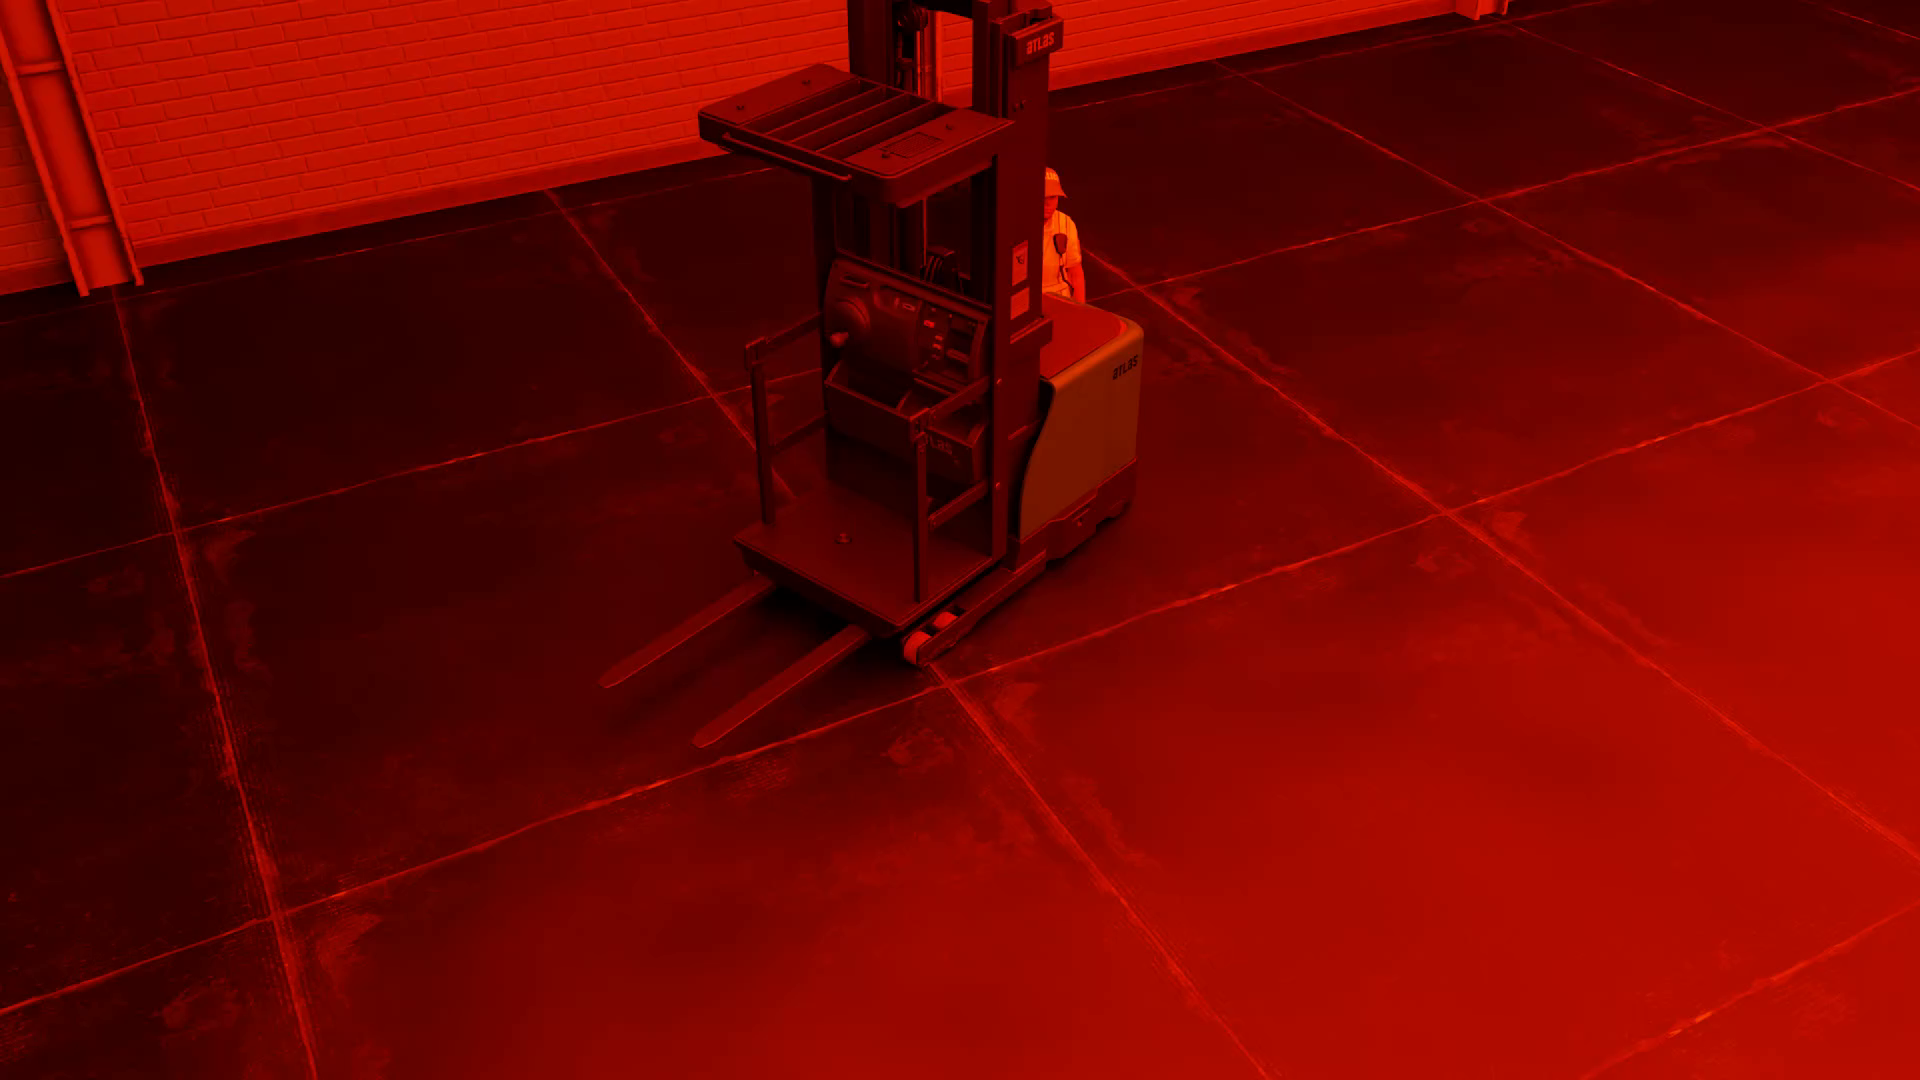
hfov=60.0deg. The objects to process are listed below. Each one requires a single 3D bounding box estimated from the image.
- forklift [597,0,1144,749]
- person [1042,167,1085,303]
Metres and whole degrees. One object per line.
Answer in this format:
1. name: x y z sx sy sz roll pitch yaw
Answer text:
1. forklift: -0.390 -0.927 7.434 1.130 2.935 3.031 26 43 31
2. person: 0.379 -1.134 8.810 0.597 1.670 0.529 -4 35 -6
